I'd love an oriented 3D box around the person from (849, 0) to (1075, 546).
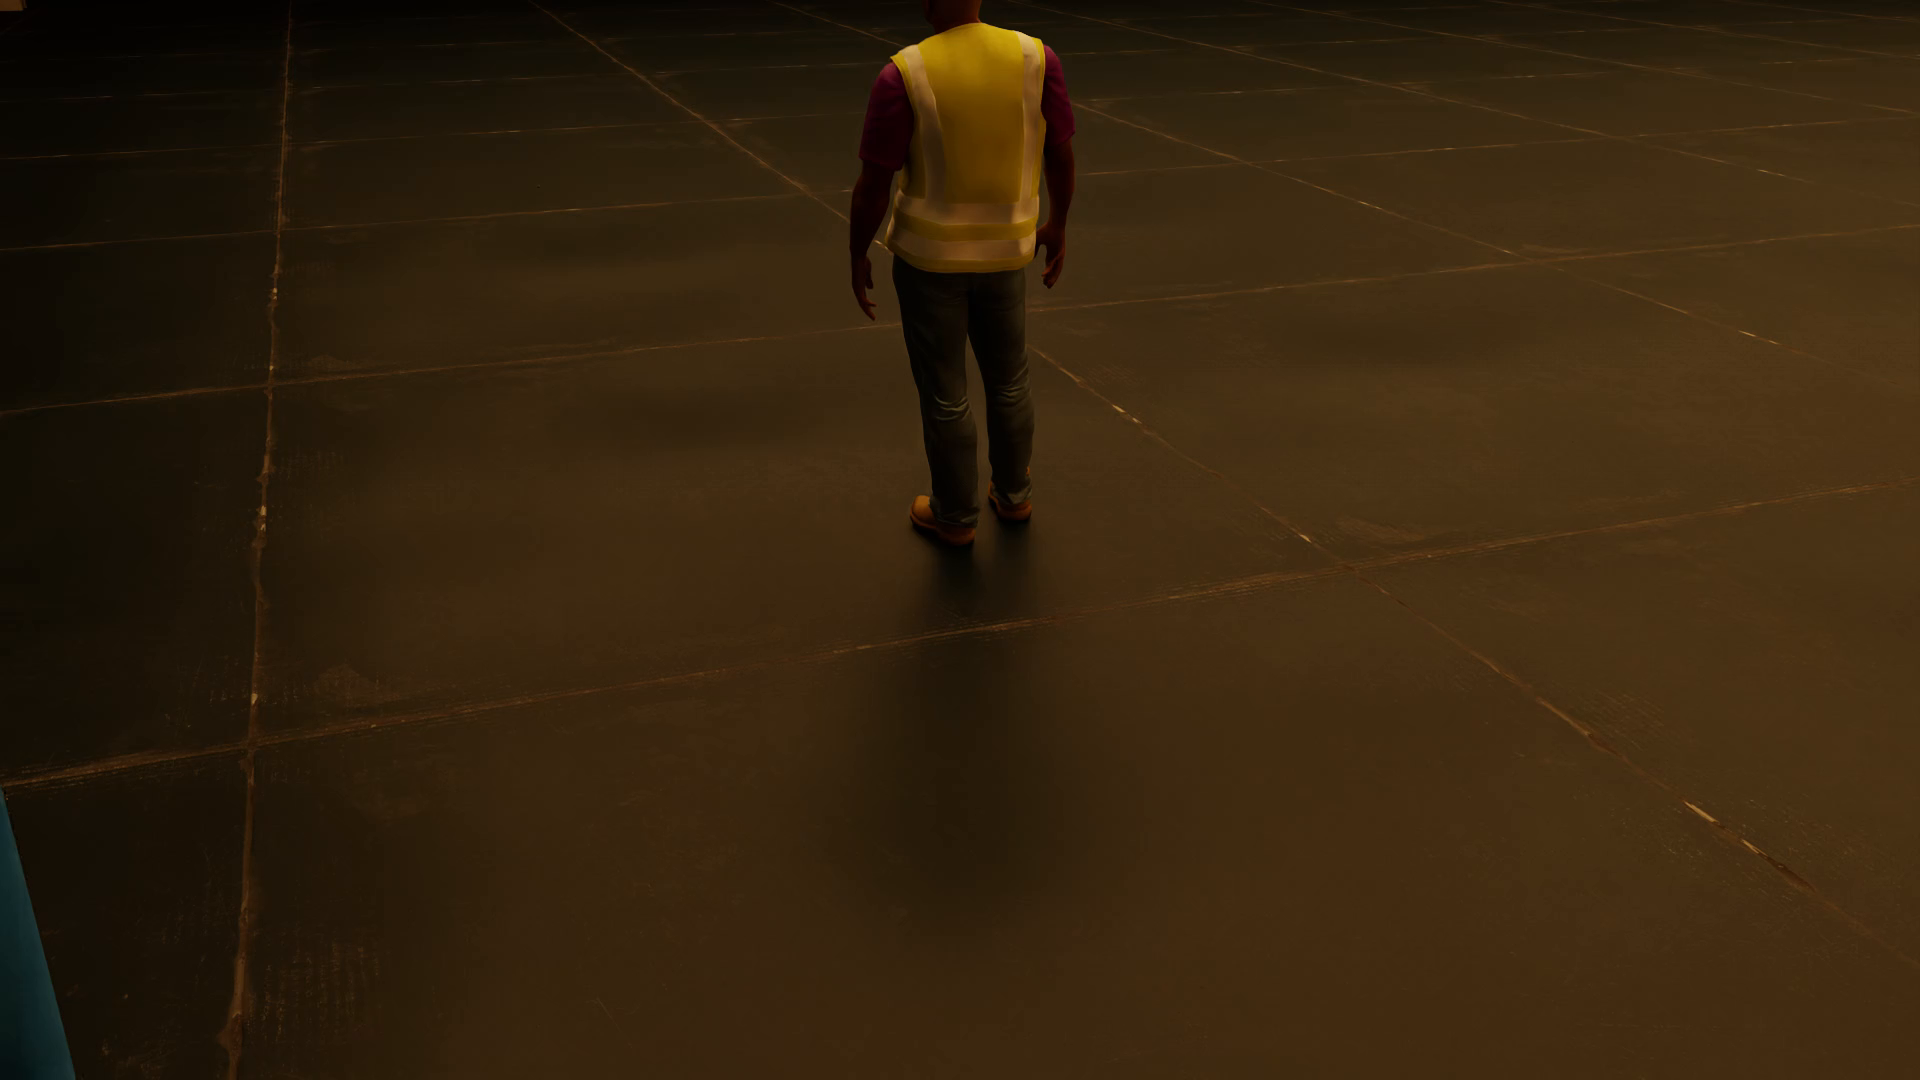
[{"bbox_3d":[-0.019,-0.847,4.797,0.666,1.768,0.575,-8,24,-18],"label":"person"}]
